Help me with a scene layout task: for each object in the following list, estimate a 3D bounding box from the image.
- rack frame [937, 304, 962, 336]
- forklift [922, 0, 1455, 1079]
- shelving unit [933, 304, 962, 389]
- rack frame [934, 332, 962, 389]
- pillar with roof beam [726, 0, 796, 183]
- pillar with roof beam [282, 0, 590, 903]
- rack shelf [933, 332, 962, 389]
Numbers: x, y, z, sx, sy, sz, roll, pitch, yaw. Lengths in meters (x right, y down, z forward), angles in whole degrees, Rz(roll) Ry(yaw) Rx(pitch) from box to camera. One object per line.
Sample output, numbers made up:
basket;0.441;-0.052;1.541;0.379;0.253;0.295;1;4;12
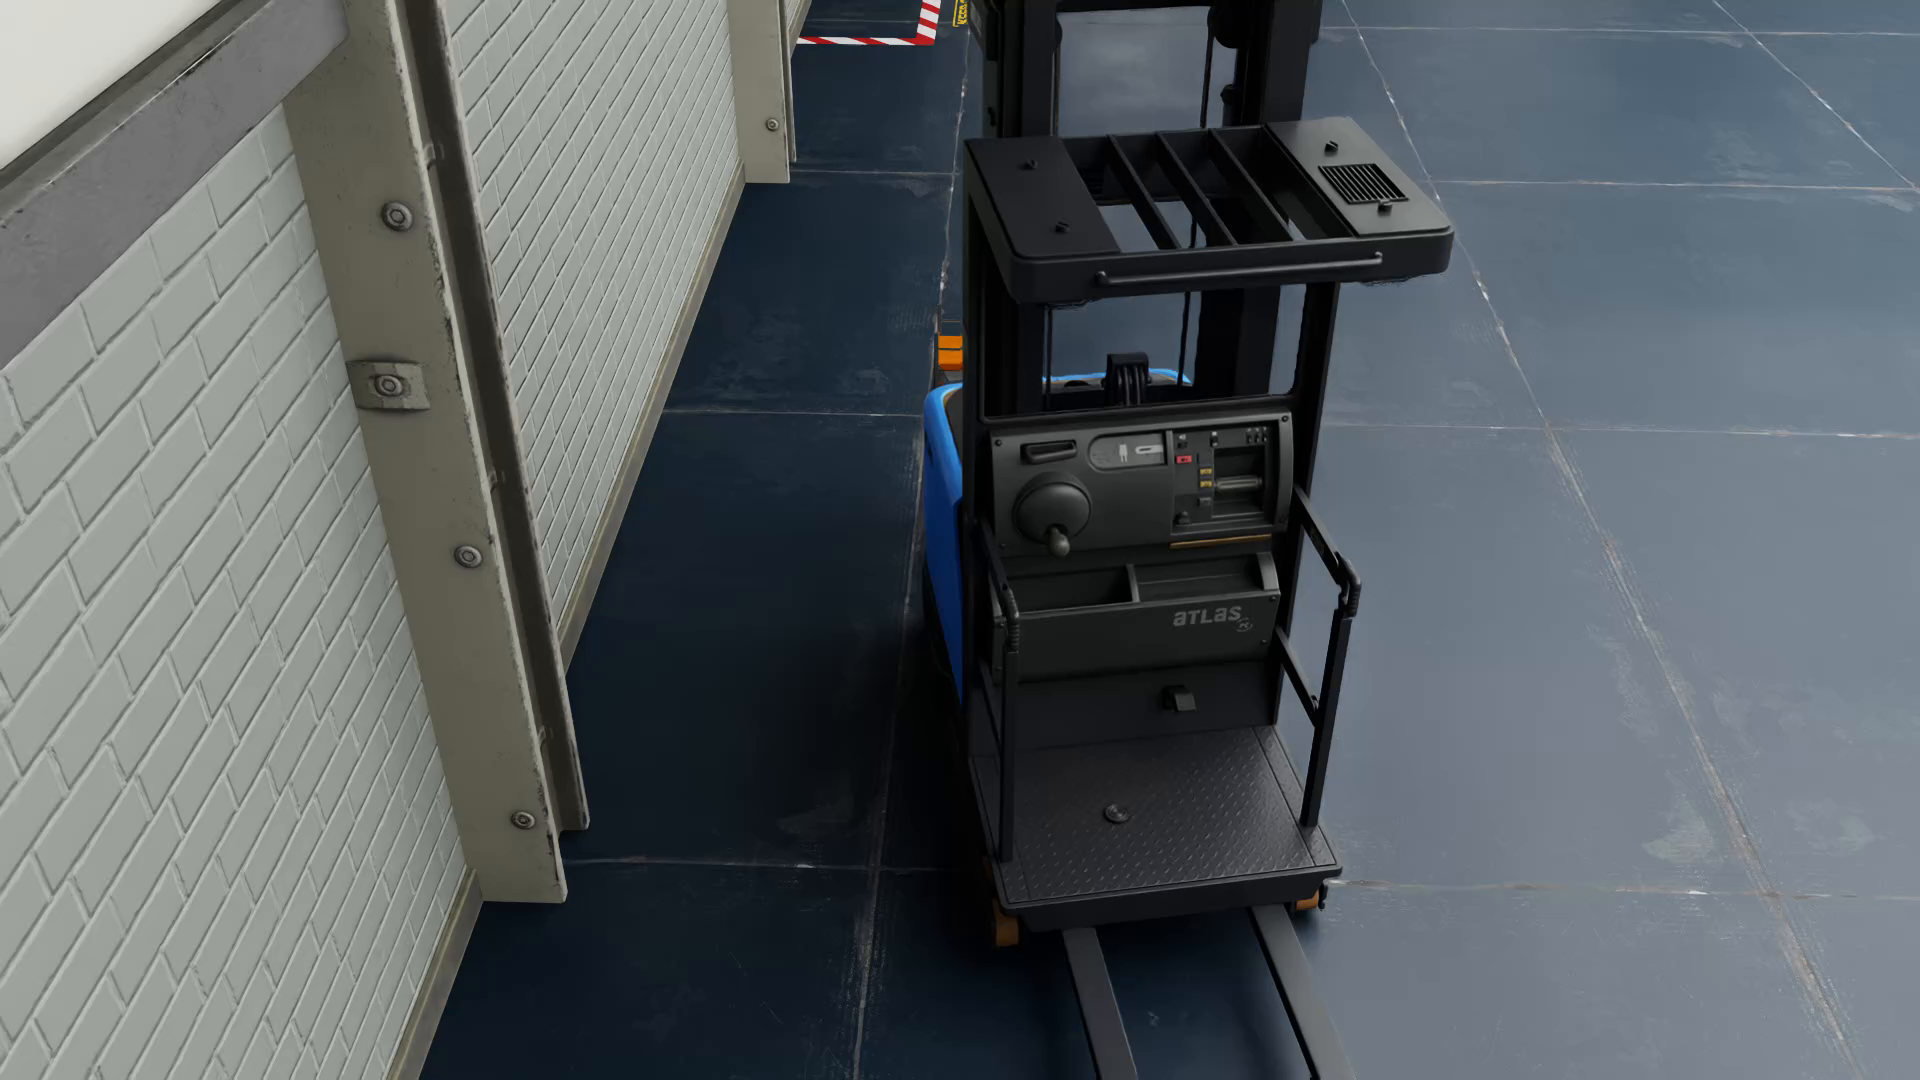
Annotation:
rack frame;0.007;-0.530;7.092;0.200;1.050;0.008;1;35;2
forklift;0.589;-0.108;4.854;1.130;2.935;3.031;-5;35;-7
shelving unit;0.002;-0.460;6.992;0.215;1.050;0.252;1;35;2
rack frame;-0.003;-0.390;6.892;0.200;1.050;0.008;1;35;2
pillar with roof beam;3.079;-5.939;7.875;9.100;9.000;0.400;1;35;2
pillar with roof beam;2.838;-2.492;2.970;9.100;9.000;0.400;1;35;2
rack shelf;0.002;-0.684;6.835;0.215;0.259;0.240;1;35;2
